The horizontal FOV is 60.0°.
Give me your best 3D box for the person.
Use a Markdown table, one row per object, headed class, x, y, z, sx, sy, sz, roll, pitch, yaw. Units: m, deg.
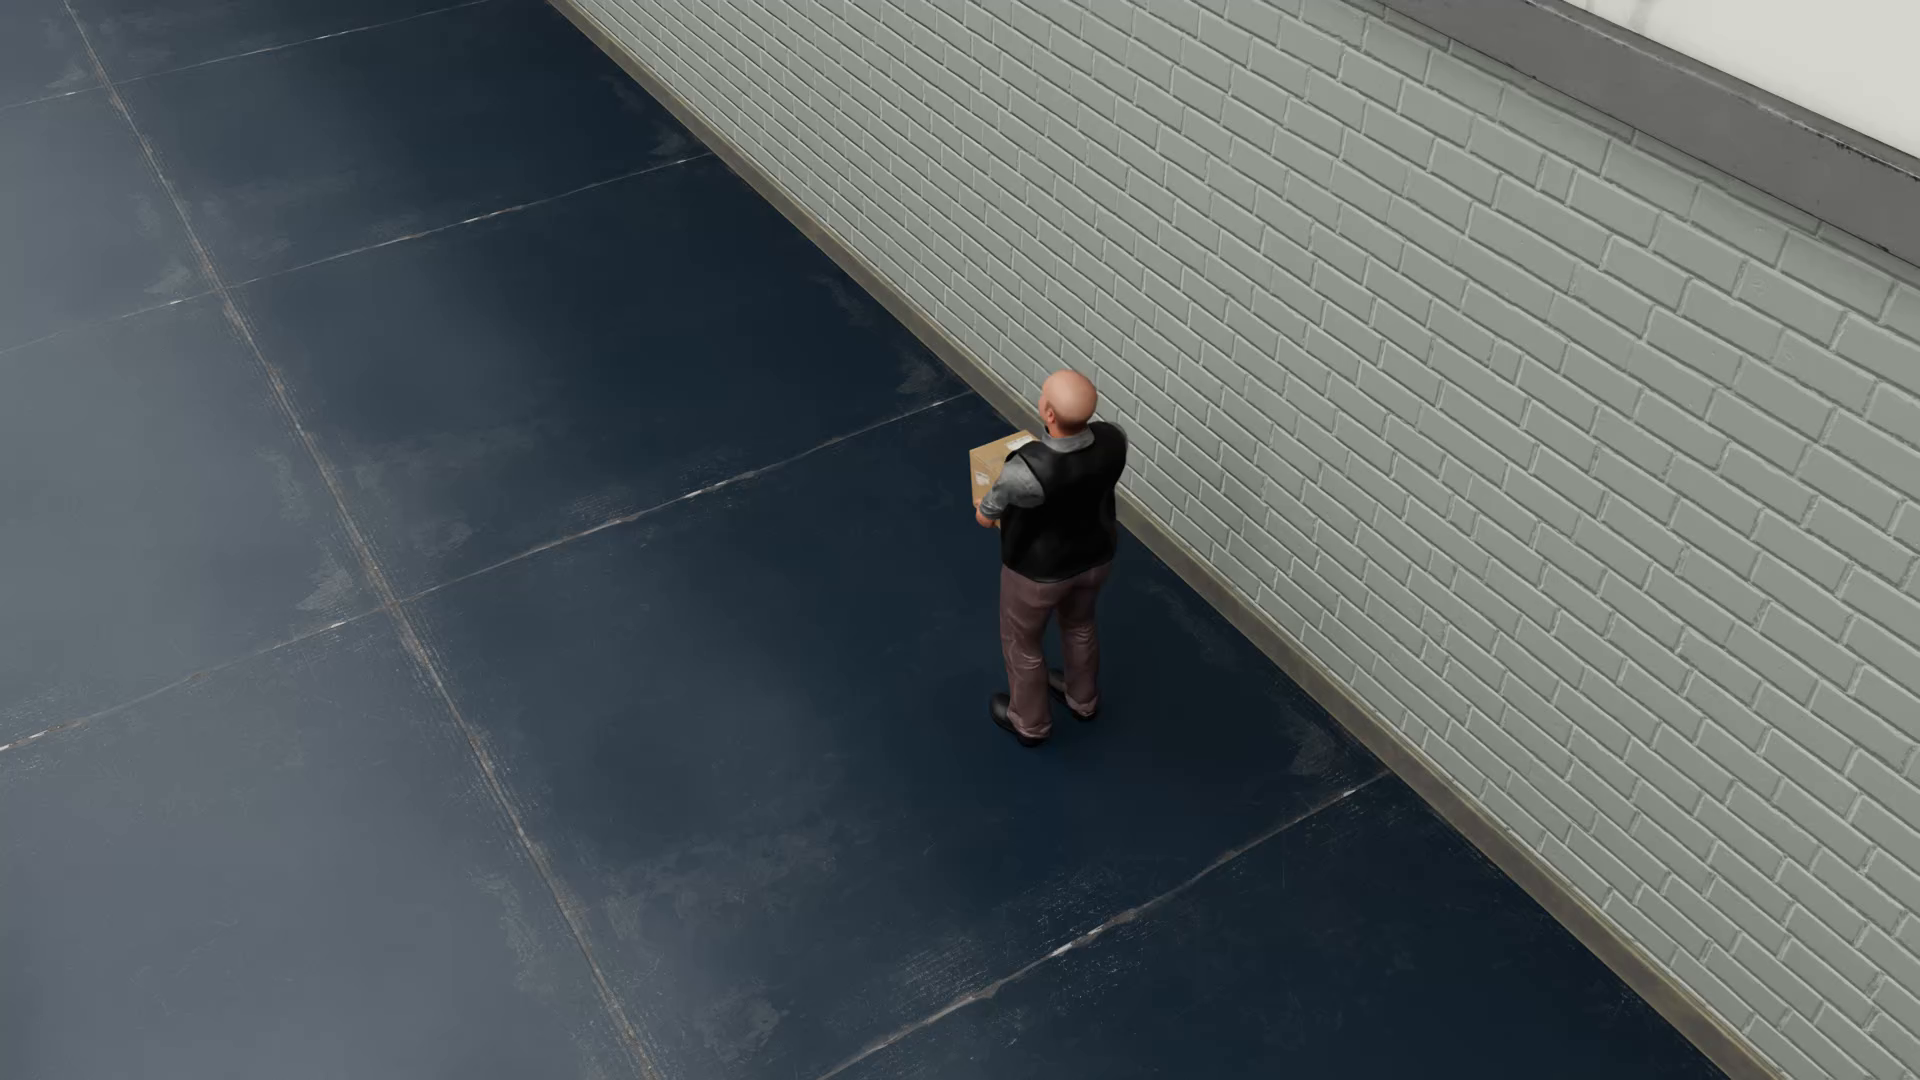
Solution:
| class | x | y | z | sx | sy | sz | roll | pitch | yaw |
| --- | --- | --- | --- | --- | --- | --- | --- | --- | --- |
| person | 0.294 | 0.020 | 6.160 | 0.494 | 1.711 | 0.550 | -22 | 45 | -23 |
